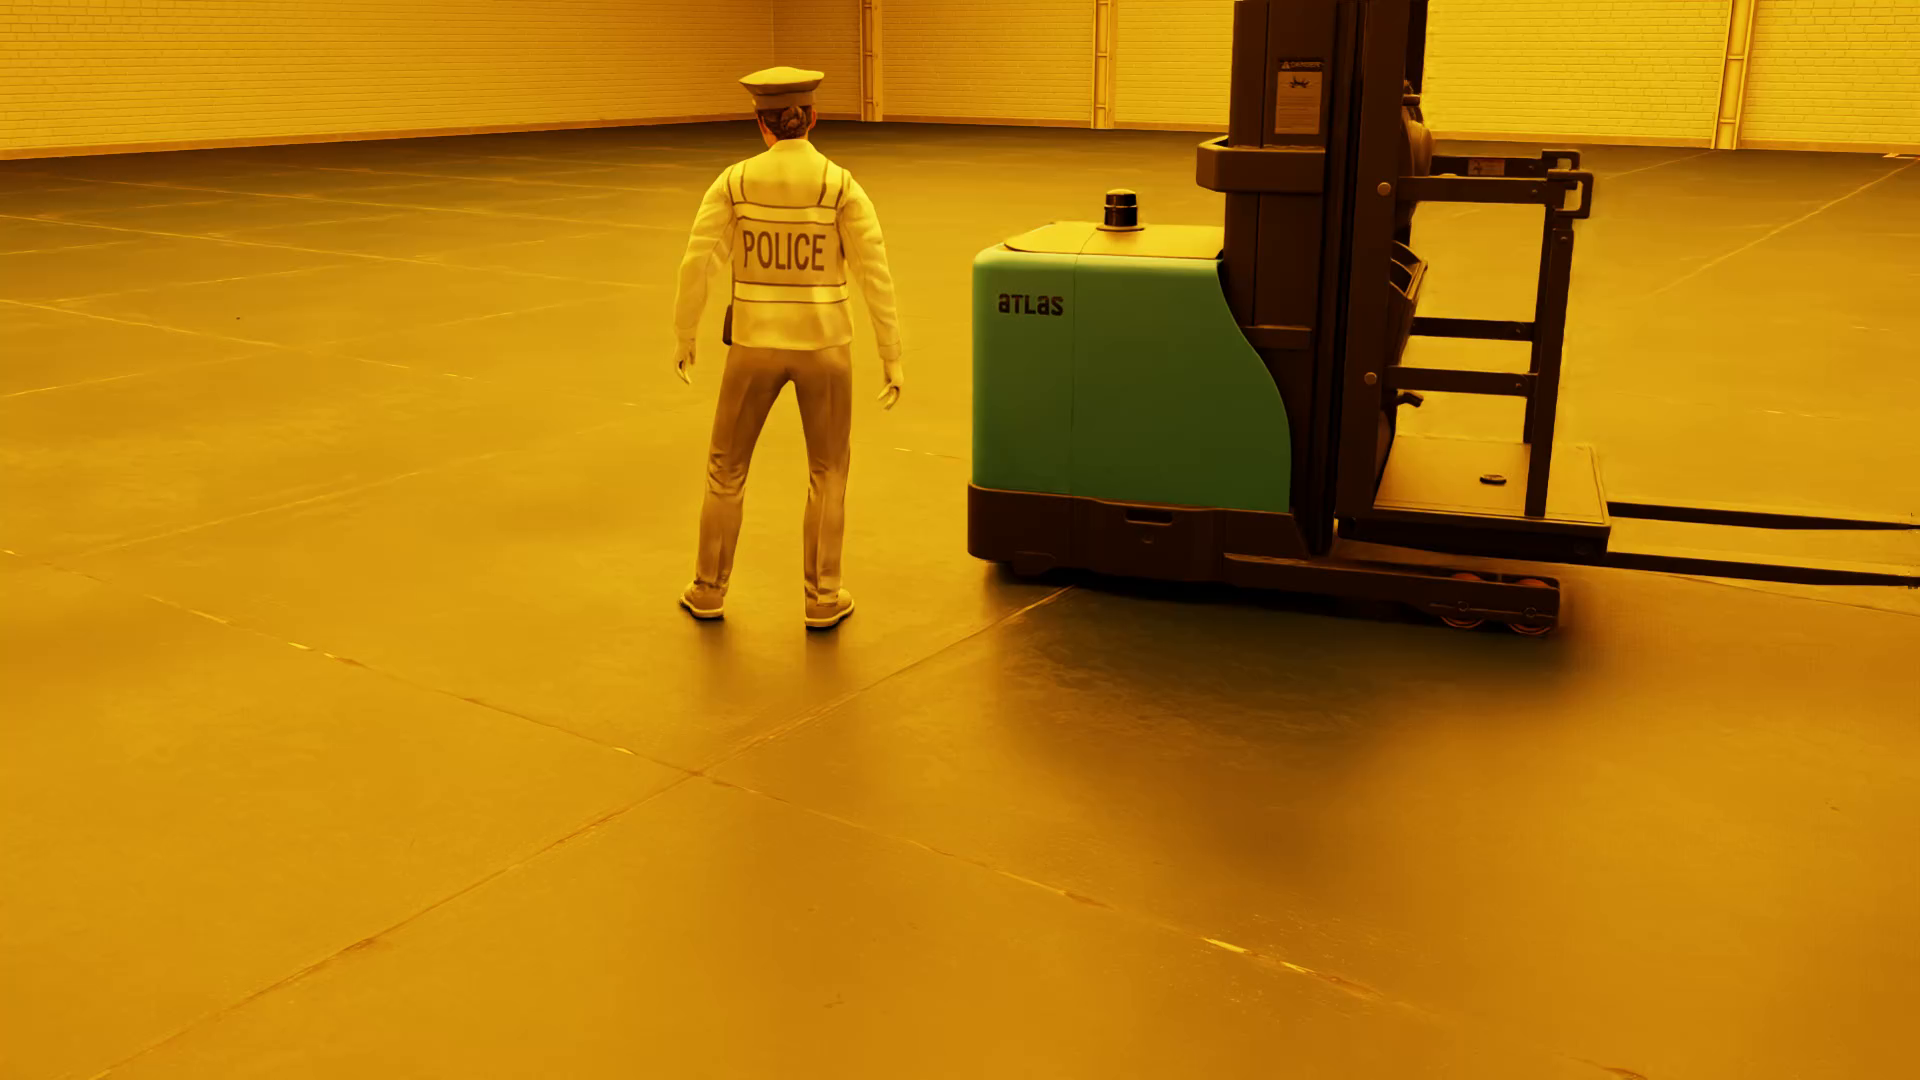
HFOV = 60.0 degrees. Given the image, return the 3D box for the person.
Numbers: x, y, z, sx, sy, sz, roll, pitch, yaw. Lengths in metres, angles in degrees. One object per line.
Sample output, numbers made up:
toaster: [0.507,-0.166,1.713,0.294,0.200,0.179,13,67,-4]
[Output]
person: [-0.498,-0.583,5.048,0.764,1.630,0.436,4,17,12]

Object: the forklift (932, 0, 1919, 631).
forklift: [1.481,-1.299,5.177,3.031,2.935,1.130,5,17,17]
